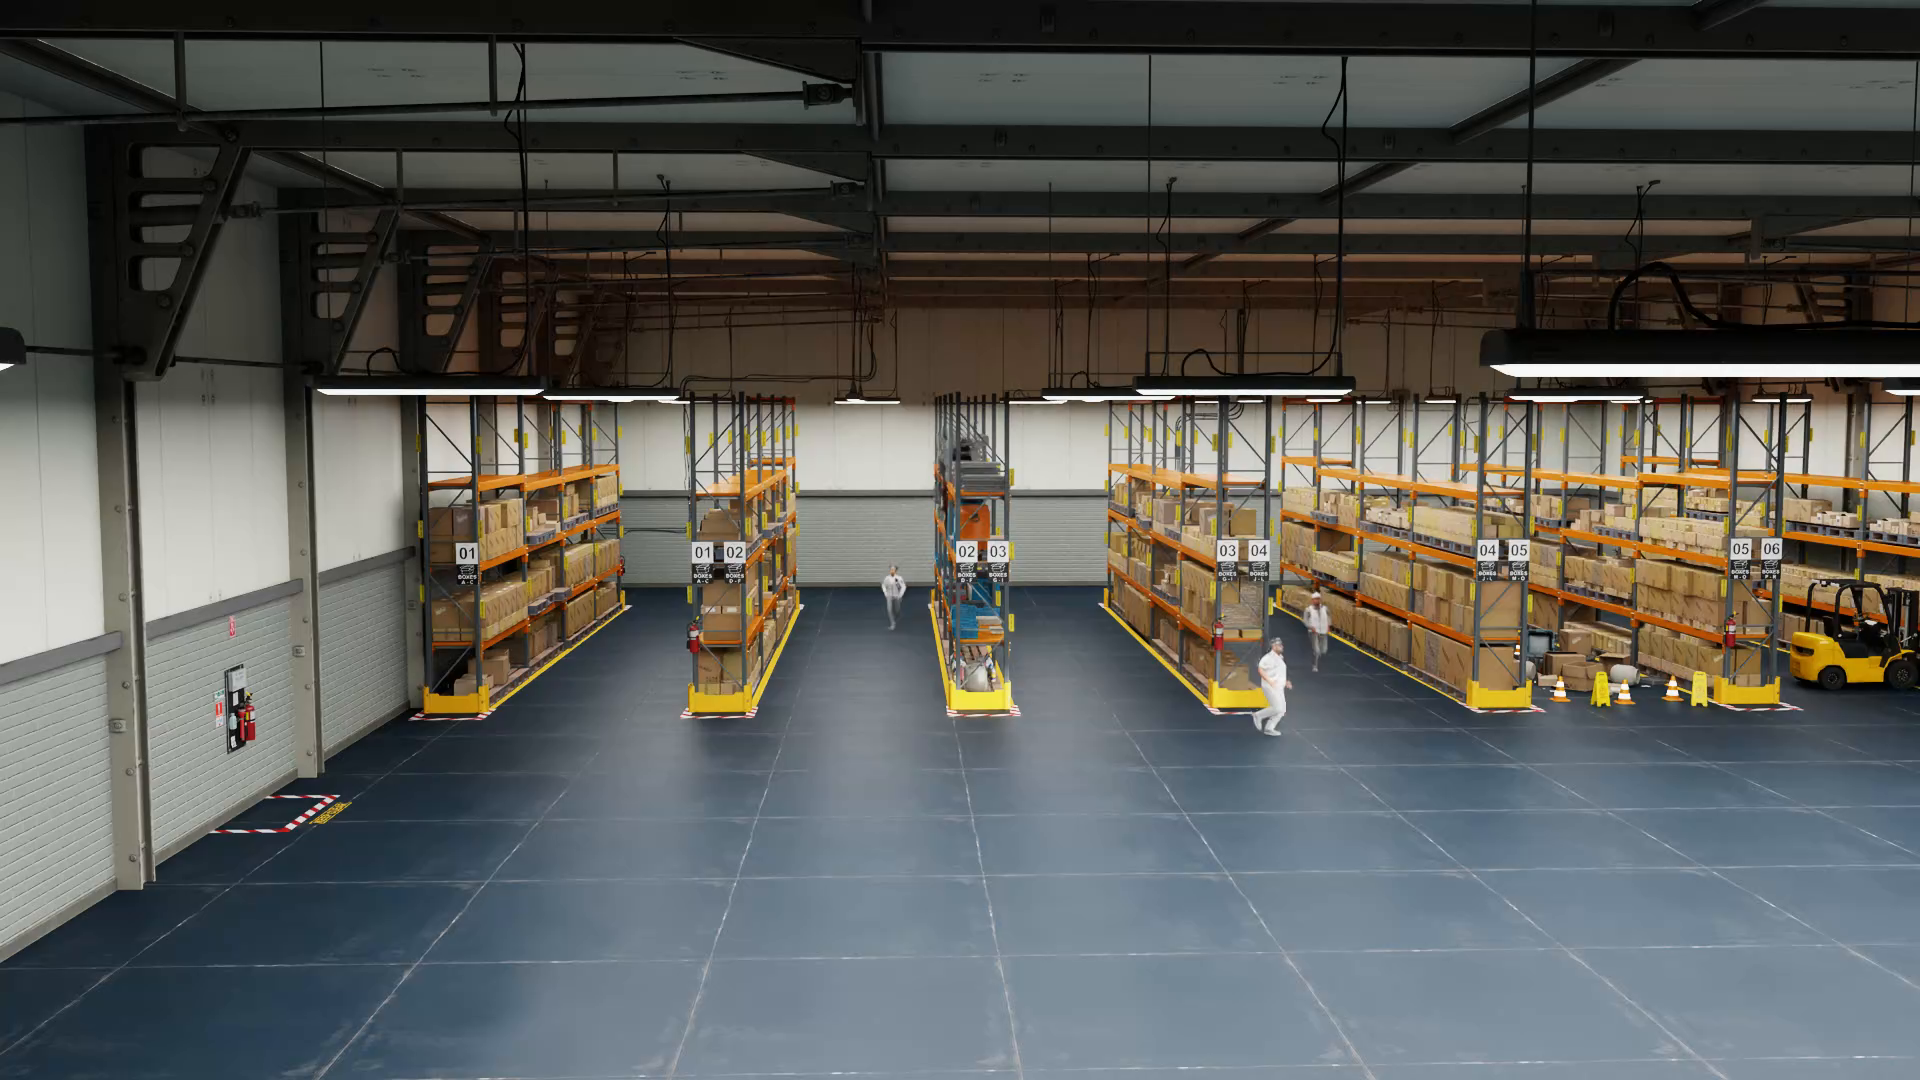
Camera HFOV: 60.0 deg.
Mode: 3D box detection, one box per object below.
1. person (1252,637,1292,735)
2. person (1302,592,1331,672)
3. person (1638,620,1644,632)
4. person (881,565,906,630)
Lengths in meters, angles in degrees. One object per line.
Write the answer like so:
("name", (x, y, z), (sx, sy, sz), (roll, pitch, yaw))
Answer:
("person", (5.464, 2.540, 29.080), (0.564, 1.713, 0.681), (4, 6, 38))
("person", (7.716, 1.987, 35.926), (0.680, 1.734, 0.644), (-1, 5, -9))
("person", (17.285, 1.524, 41.763), (0.713, 1.779, 1.116), (-1, 5, -15))
("person", (-1.723, 1.468, 43.083), (0.641, 1.663, 0.648), (0, 5, 5))
